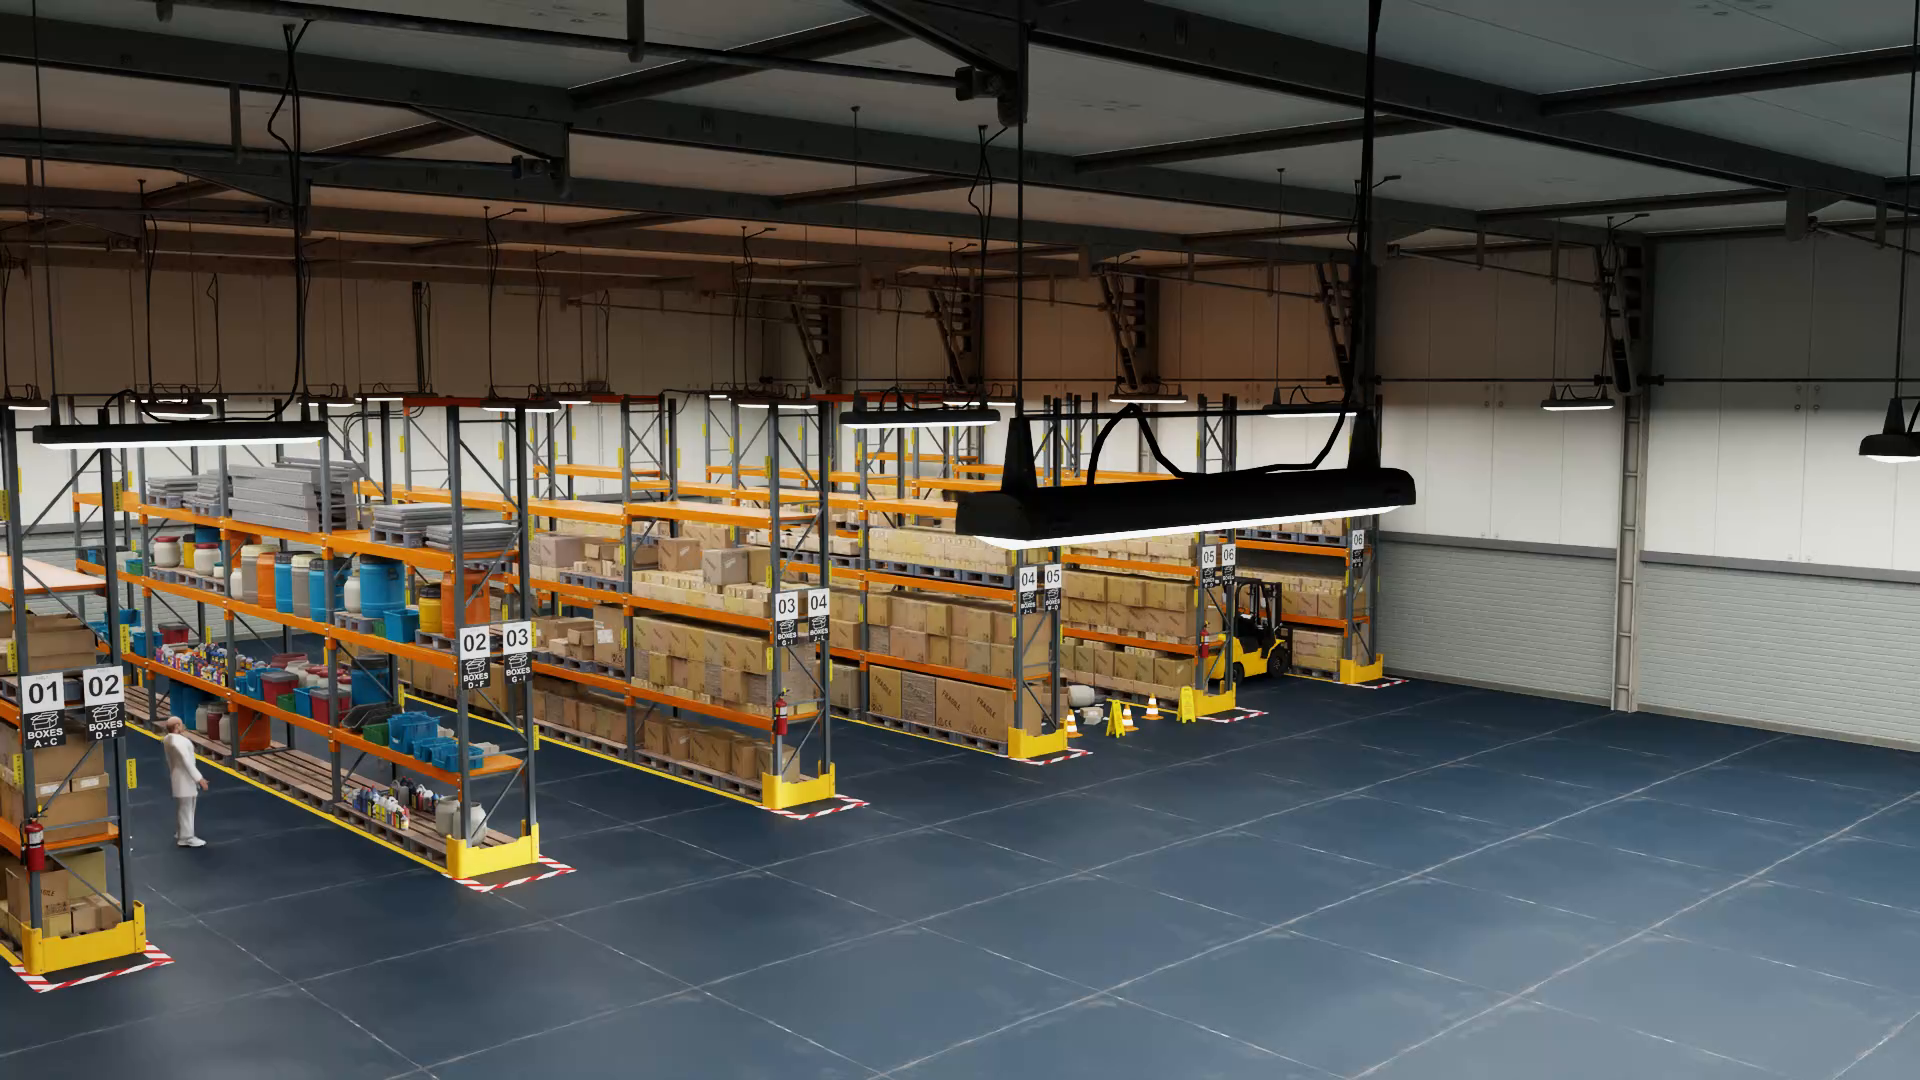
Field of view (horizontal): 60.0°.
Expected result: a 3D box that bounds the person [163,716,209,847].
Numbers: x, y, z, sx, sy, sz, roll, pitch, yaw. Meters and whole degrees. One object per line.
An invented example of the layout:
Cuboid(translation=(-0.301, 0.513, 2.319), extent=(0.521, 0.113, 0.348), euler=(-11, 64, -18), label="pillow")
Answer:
Cuboid(translation=(-10.517, 3.283, 22.628), extent=(0.576, 1.825, 0.673), euler=(-2, 6, -19), label="person")

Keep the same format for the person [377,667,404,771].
Cuboid(translation=(-9.220, 2.849, 26.801), extent=(0.546, 1.760, 0.543), euler=(0, 6, -3), label="person")
